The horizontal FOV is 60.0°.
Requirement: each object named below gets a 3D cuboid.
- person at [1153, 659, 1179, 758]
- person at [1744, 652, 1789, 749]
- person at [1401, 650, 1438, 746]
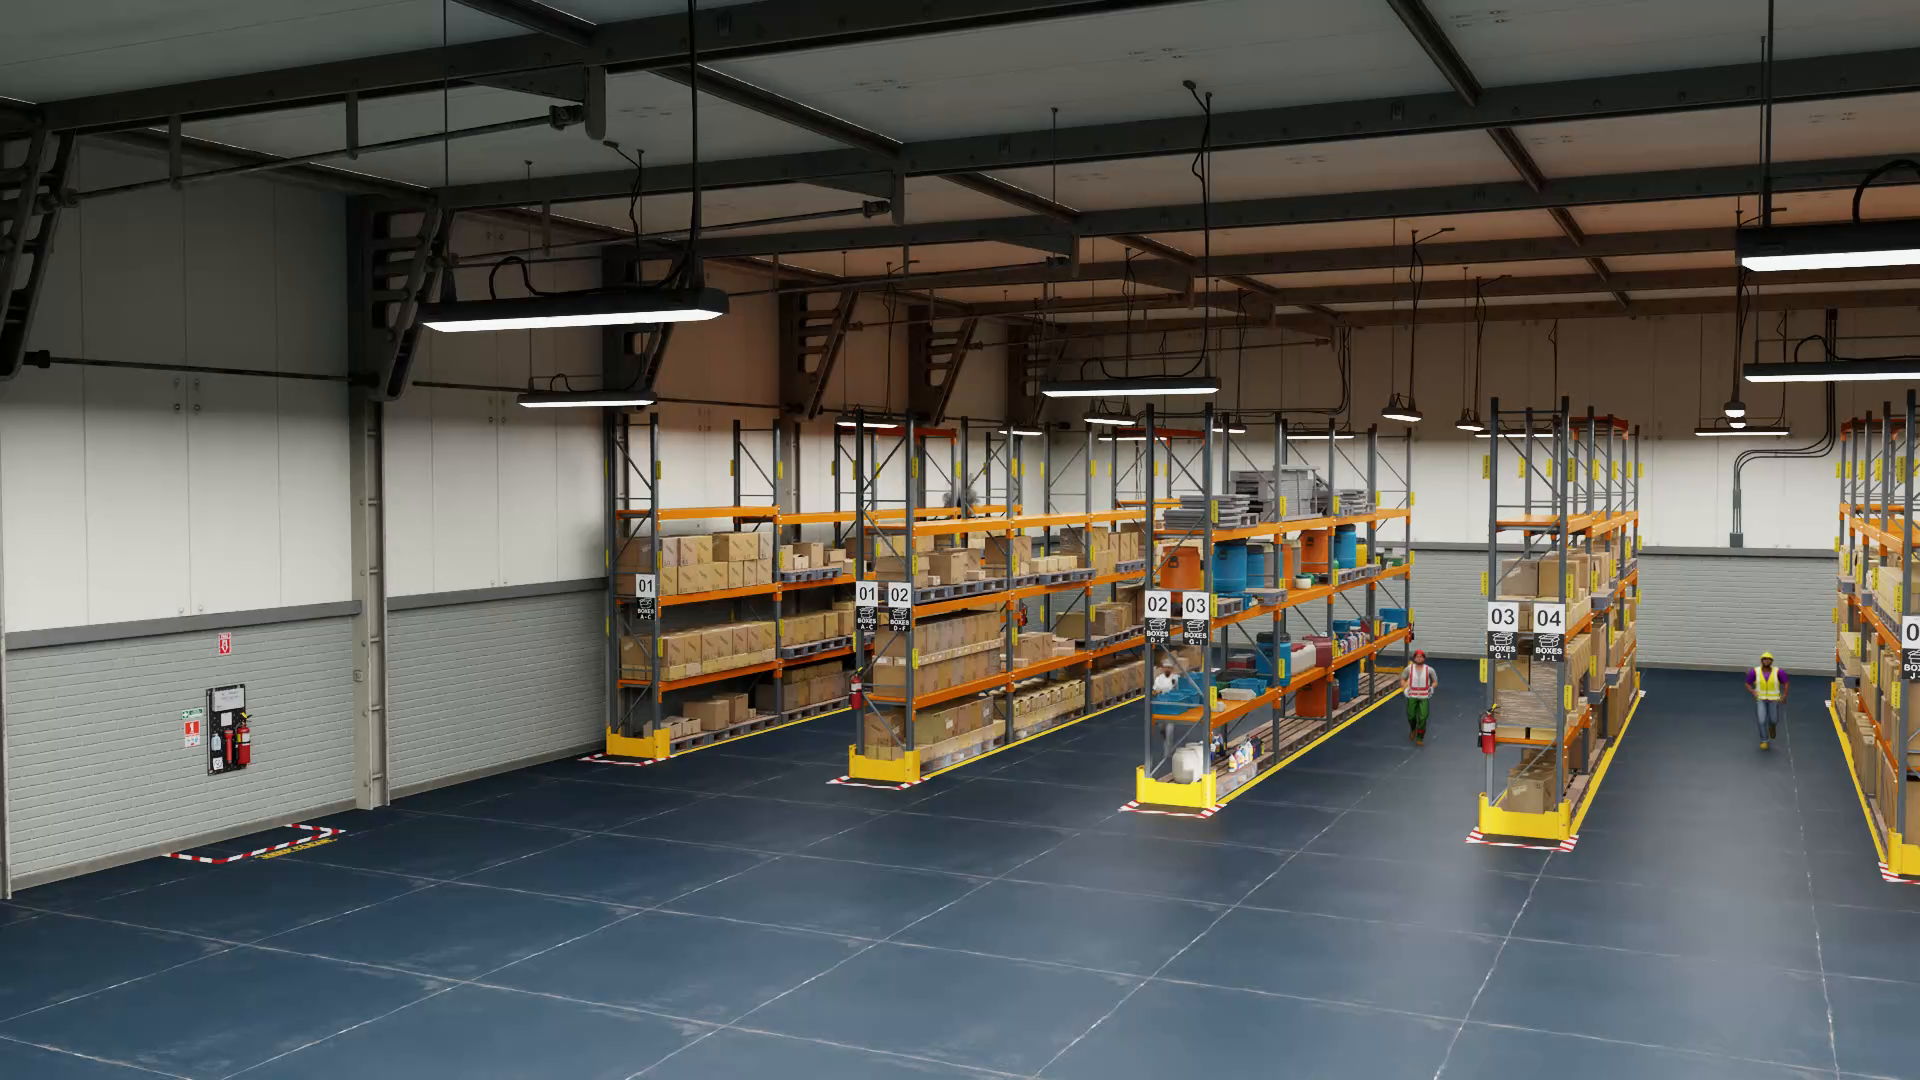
[{"bbox_3d":[3.653,2.922,29.164,0.588,1.676,0.893,1,3,20],"label":"person"},{"bbox_3d":[14.552,2.886,30.002,0.736,1.726,0.612,1,3,23],"label":"person"},{"bbox_3d":[8.332,2.860,30.191,0.652,1.736,0.612,1,2,16],"label":"person"}]
